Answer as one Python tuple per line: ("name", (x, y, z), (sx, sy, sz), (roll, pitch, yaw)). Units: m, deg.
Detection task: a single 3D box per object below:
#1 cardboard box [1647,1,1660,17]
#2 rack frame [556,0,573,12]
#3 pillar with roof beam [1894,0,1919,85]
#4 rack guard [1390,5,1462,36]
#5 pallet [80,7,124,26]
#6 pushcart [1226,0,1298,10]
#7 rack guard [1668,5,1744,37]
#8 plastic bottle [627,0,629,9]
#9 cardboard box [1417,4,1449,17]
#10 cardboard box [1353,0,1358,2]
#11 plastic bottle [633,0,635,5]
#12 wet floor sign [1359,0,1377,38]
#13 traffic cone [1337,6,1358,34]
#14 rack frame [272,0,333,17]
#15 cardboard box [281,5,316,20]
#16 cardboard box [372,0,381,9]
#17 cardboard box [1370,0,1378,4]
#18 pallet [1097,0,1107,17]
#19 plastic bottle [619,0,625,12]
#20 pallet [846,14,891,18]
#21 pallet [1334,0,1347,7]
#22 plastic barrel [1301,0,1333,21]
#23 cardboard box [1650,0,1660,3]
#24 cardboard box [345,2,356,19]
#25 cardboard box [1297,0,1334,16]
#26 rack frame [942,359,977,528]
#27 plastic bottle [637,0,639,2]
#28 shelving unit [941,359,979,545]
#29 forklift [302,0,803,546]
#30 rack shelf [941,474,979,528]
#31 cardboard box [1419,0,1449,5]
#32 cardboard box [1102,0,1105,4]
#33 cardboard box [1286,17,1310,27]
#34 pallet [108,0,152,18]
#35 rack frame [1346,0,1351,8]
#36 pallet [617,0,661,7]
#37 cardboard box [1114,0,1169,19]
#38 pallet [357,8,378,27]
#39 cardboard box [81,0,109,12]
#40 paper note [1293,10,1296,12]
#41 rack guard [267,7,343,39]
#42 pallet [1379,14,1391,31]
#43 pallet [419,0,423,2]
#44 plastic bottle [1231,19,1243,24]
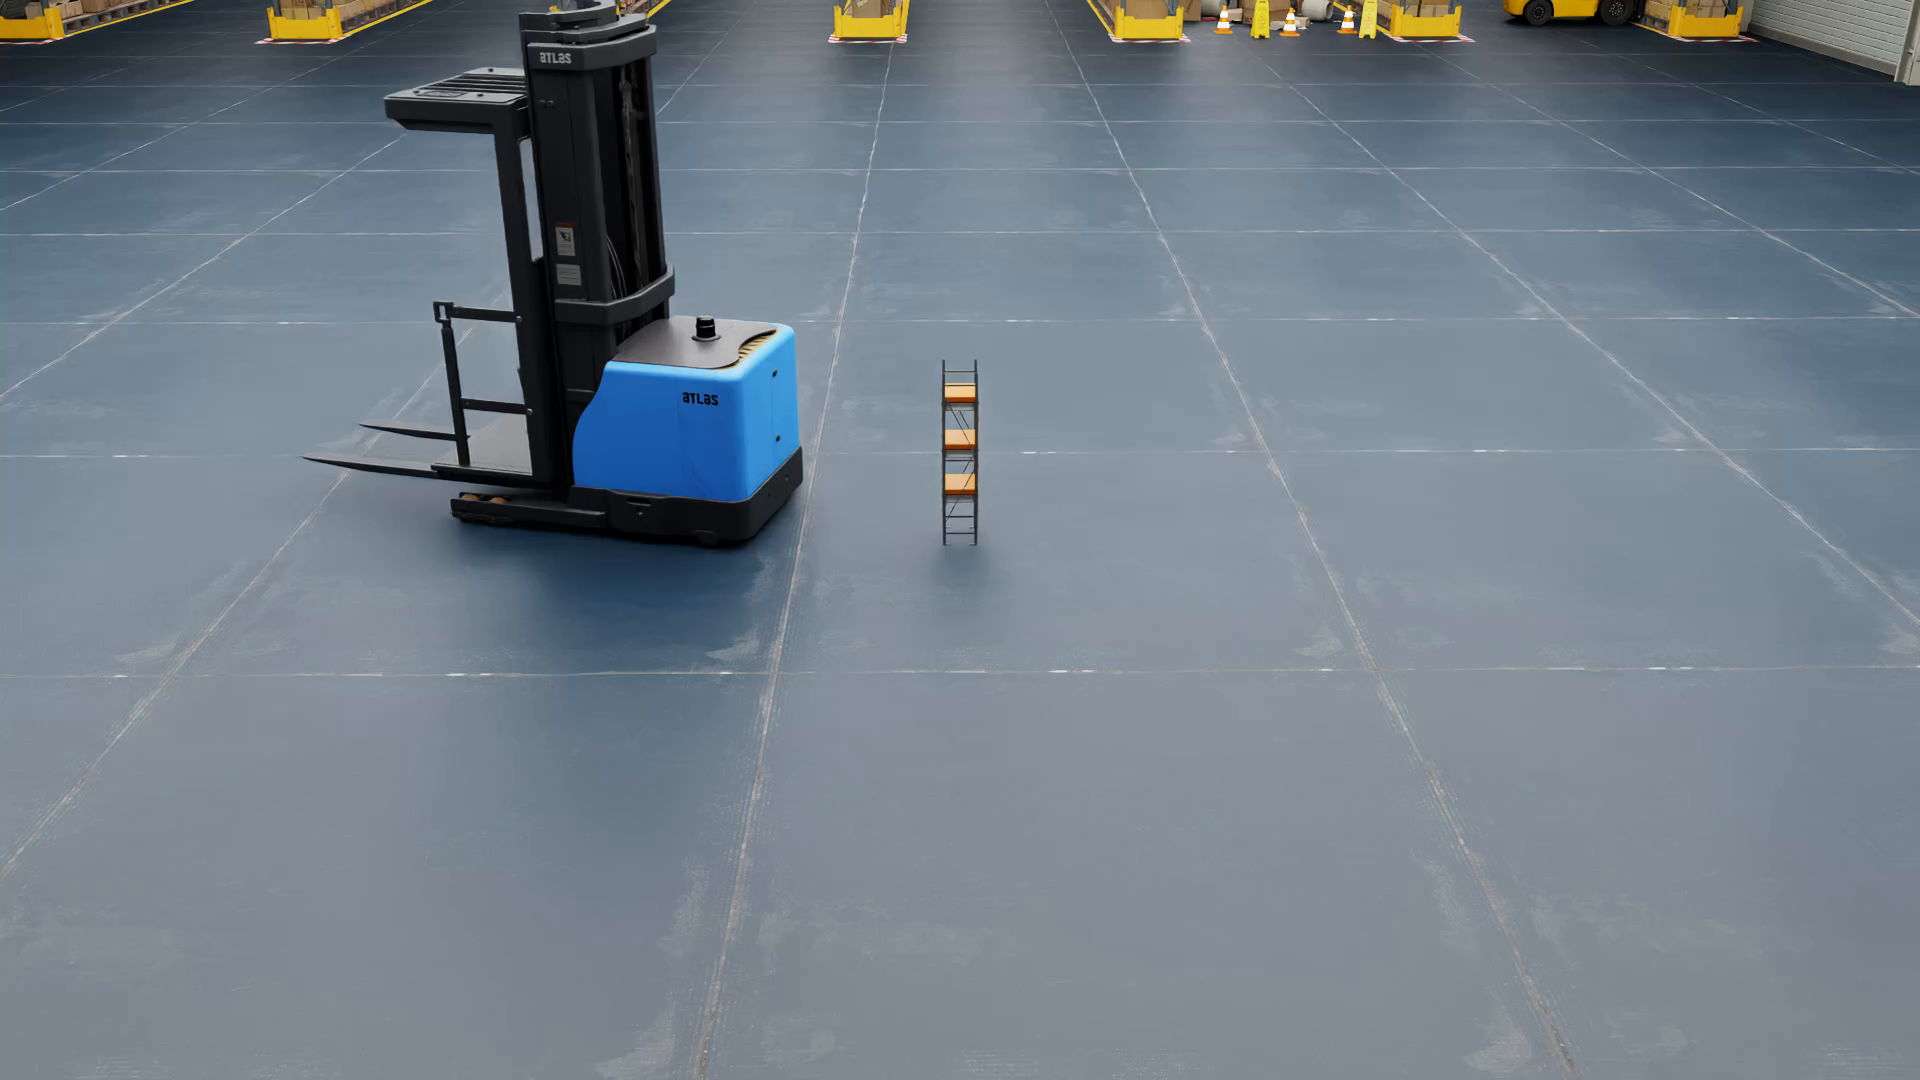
("cardboard box", (12.925, -9.708, 30.402), (0.500, 0.250, 0.500), (0, 24, -1))
("rack frame", (-6.583, -10.282, 28.844), (1.000, 3.000, 0.127), (0, 24, -1))
("pillar with roof beam", (9.897, -10.905, 22.942), (9.100, 9.000, 0.400), (0, 24, -1))
("rack guard", (8.278, -9.241, 29.576), (1.175, 0.500, 0.348), (0, 24, -1))
("pallet", (-16.474, -9.835, 31.238), (1.003, 0.211, 1.213), (0, 24, -1))
("pushcart", (5.956, -10.771, 33.108), (1.648, 0.377, 0.936), (-9, 26, -19))
("rack guard", (13.242, -9.224, 29.537), (1.175, 0.500, 0.348), (0, 24, -1))
("plastic bottle", (-6.295, -10.129, 31.283), (0.097, 0.271, 0.097), (0, 24, 0))
("cardboard box", (8.547, -9.621, 30.209), (0.500, 0.250, 0.500), (0, 24, -1))
("cardboard box", (7.972, -10.691, 32.576), (0.500, 0.250, 0.500), (-1, 24, -3))
("plastic bottle", (-6.326, -10.447, 31.890), (0.144, 0.351, 0.185), (0, 24, -1))
("wet floor sign", (7.211, -9.193, 29.293), (0.267, 0.644, 0.232), (8, 26, 18))
("traffic cone", (6.984, -9.364, 29.893), (0.336, 0.463, 0.334), (0, 24, -1))
("rack frame", (-11.536, -10.261, 28.798), (1.000, 3.000, 0.127), (0, 24, -1))
("cardboard box", (-11.838, -9.419, 29.764), (0.500, 0.250, 0.500), (0, 24, -1))
("cardboard box", (-11.341, -10.246, 31.591), (0.500, 0.250, 0.500), (0, 24, -1))
("cardboard box", (7.992, -10.048, 31.154), (0.500, 0.250, 0.500), (-1, 24, -2))
("pallet", (3.217, -10.349, 32.376), (1.003, 0.211, 1.213), (0, 24, -1))
("plastic bottle", (-6.291, -9.988, 30.970), (0.097, 0.271, 0.097), (0, 24, 0))
("pallet", (-1.605, -9.400, 30.277), (1.003, 0.211, 1.213), (0, 24, -1))
("pallet", (8.225, -11.047, 33.920), (1.003, 0.211, 1.213), (0, 24, -1))
("plastic barrel", (6.742, -10.019, 31.389), (0.512, 0.421, 0.421), (19, 30, 35))
("cardboard box", (12.930, -9.945, 30.319), (0.500, 0.250, 0.500), (0, 24, -1))
("cardboard box", (-11.329, -9.628, 30.224), (0.500, 0.250, 0.500), (0, 24, -1))
("cardboard box", (6.886, -10.412, 32.161), (0.500, 0.500, 0.500), (19, 30, 35))
("rack frame", (-0.002, -0.551, 9.694), (0.200, 1.050, 0.008), (0, 24, -1))
("plastic bottle", (-6.332, -10.660, 32.359), (0.144, 0.351, 0.185), (-1, 24, -2))
("shelving unit", (-0.001, -0.500, 9.582), (0.215, 1.050, 0.252), (0, 24, -1))
("forklift", (-2.554, -1.623, 9.782), (3.031, 2.935, 1.130), (6, 25, 14))
("rack shelf", (-0.001, -0.238, 9.701), (0.215, 0.259, 0.240), (0, 24, -1))
("cardboard box", (8.546, -9.972, 30.076), (0.500, 0.500, 0.500), (-1, 24, -2))
("cardboard box", (3.223, -10.897, 32.272), (0.875, 0.875, 0.875), (0, 24, 0))
("cardboard box", (6.245, -9.580, 30.752), (0.380, 0.149, 0.250), (13, 27, 27))
("pallet", (-16.491, -10.338, 32.353), (1.003, 0.211, 1.213), (0, 24, -1))
("rack frame", (8.235, -11.997, 32.636), (1.000, 3.000, 0.127), (0, 24, -1))
("pallet", (-6.674, -10.983, 33.778), (1.003, 0.211, 1.213), (0, 24, -1))
("cardboard box", (3.257, -9.787, 29.819), (0.875, 0.875, 0.875), (0, 24, 0))
("pallet", (-11.597, -9.807, 31.178), (1.003, 0.211, 1.213), (0, 24, -1))
("cardboard box", (-16.371, -10.122, 30.989), (0.700, 0.500, 0.500), (-2, 24, -4))
("paper note", (6.535, -10.418, 32.748), (0.148, 0.019, 0.142), (0, 24, -1))
("rack guard", (-11.536, -9.112, 29.291), (1.175, 0.500, 0.348), (0, 24, -1))
("pallet", (8.304, -9.444, 30.376), (1.003, 0.211, 1.213), (0, 24, -1))
("pallet", (-11.643, -11.446, 34.802), (1.003, 0.211, 1.213), (0, 24, -1))
("plastic bottle", (5.172, -9.710, 31.145), (0.133, 0.061, 0.283), (-9, 26, -19))
